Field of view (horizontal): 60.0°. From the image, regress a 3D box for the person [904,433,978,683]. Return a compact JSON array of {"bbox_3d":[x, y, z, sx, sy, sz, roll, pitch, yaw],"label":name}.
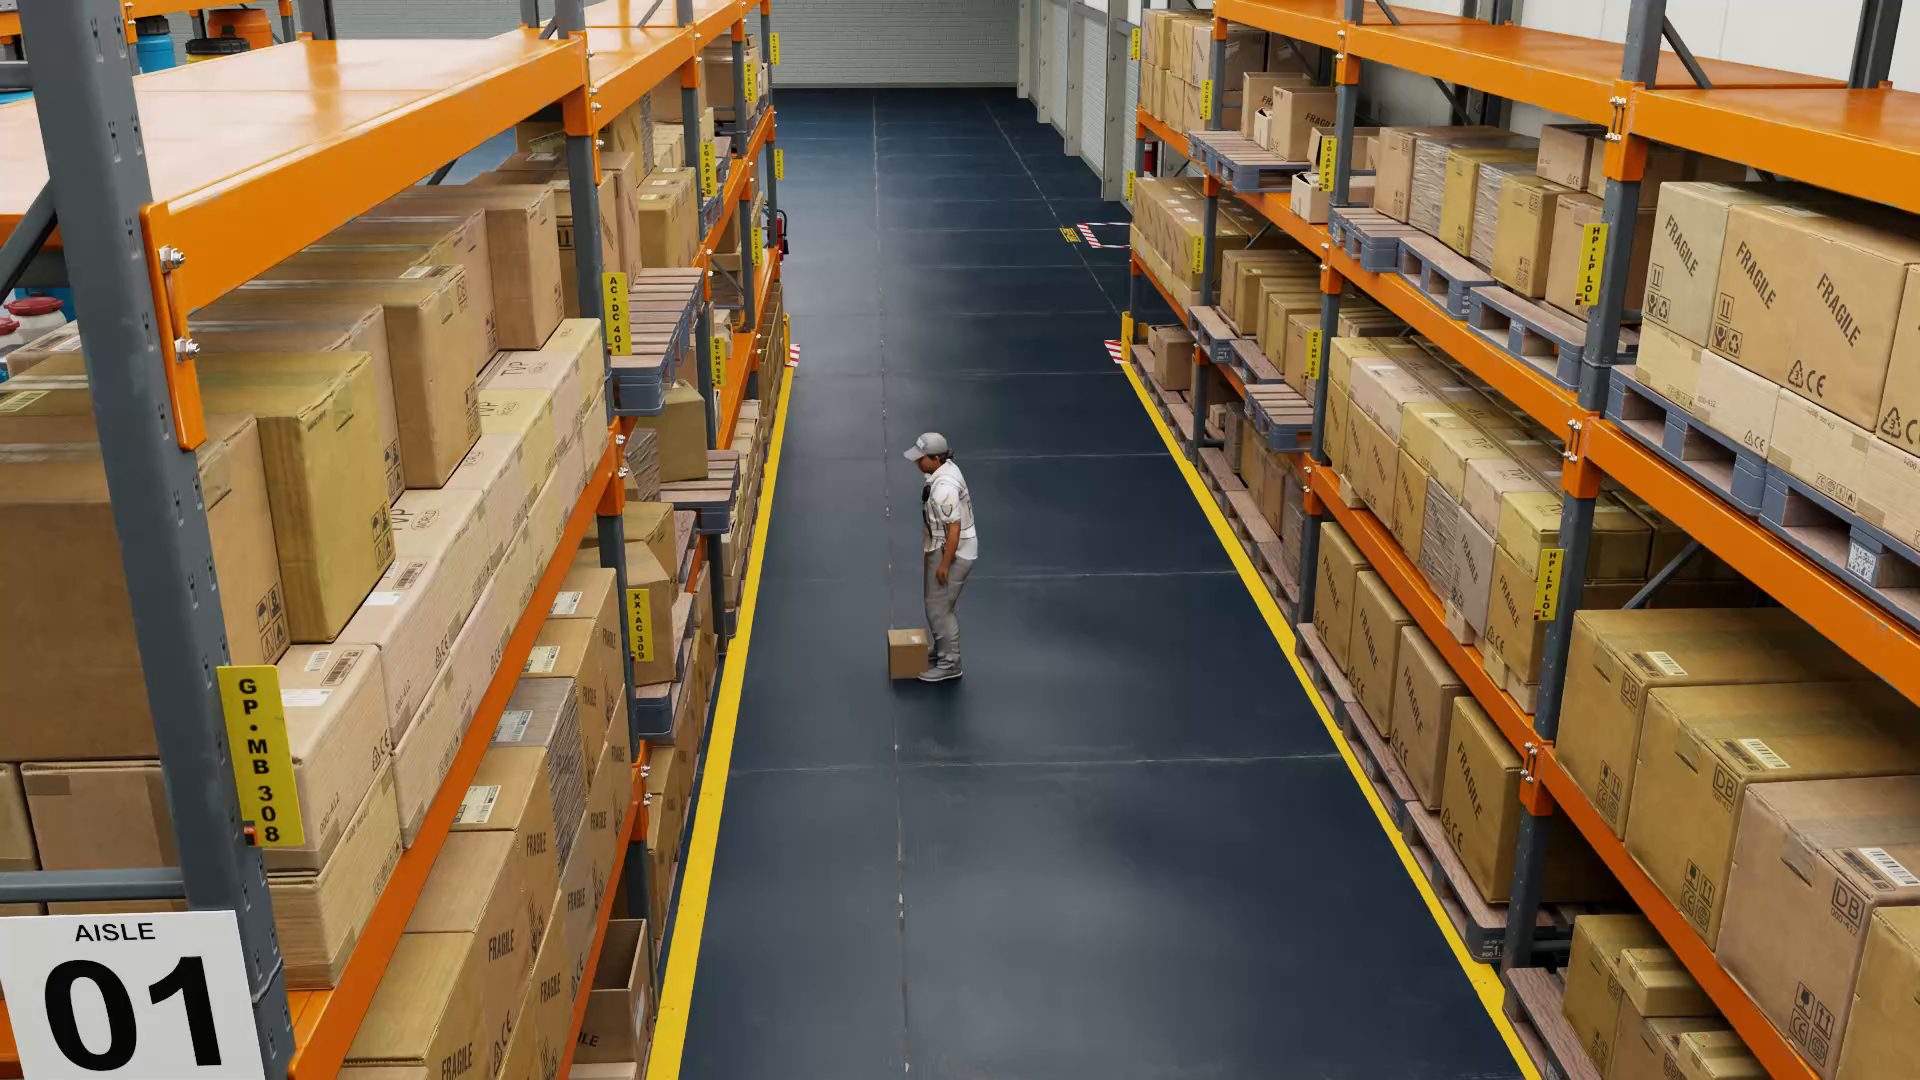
[{"bbox_3d":[-0.129,0.087,10.837,0.469,1.665,0.560,-2,21,-6],"label":"person"}]
